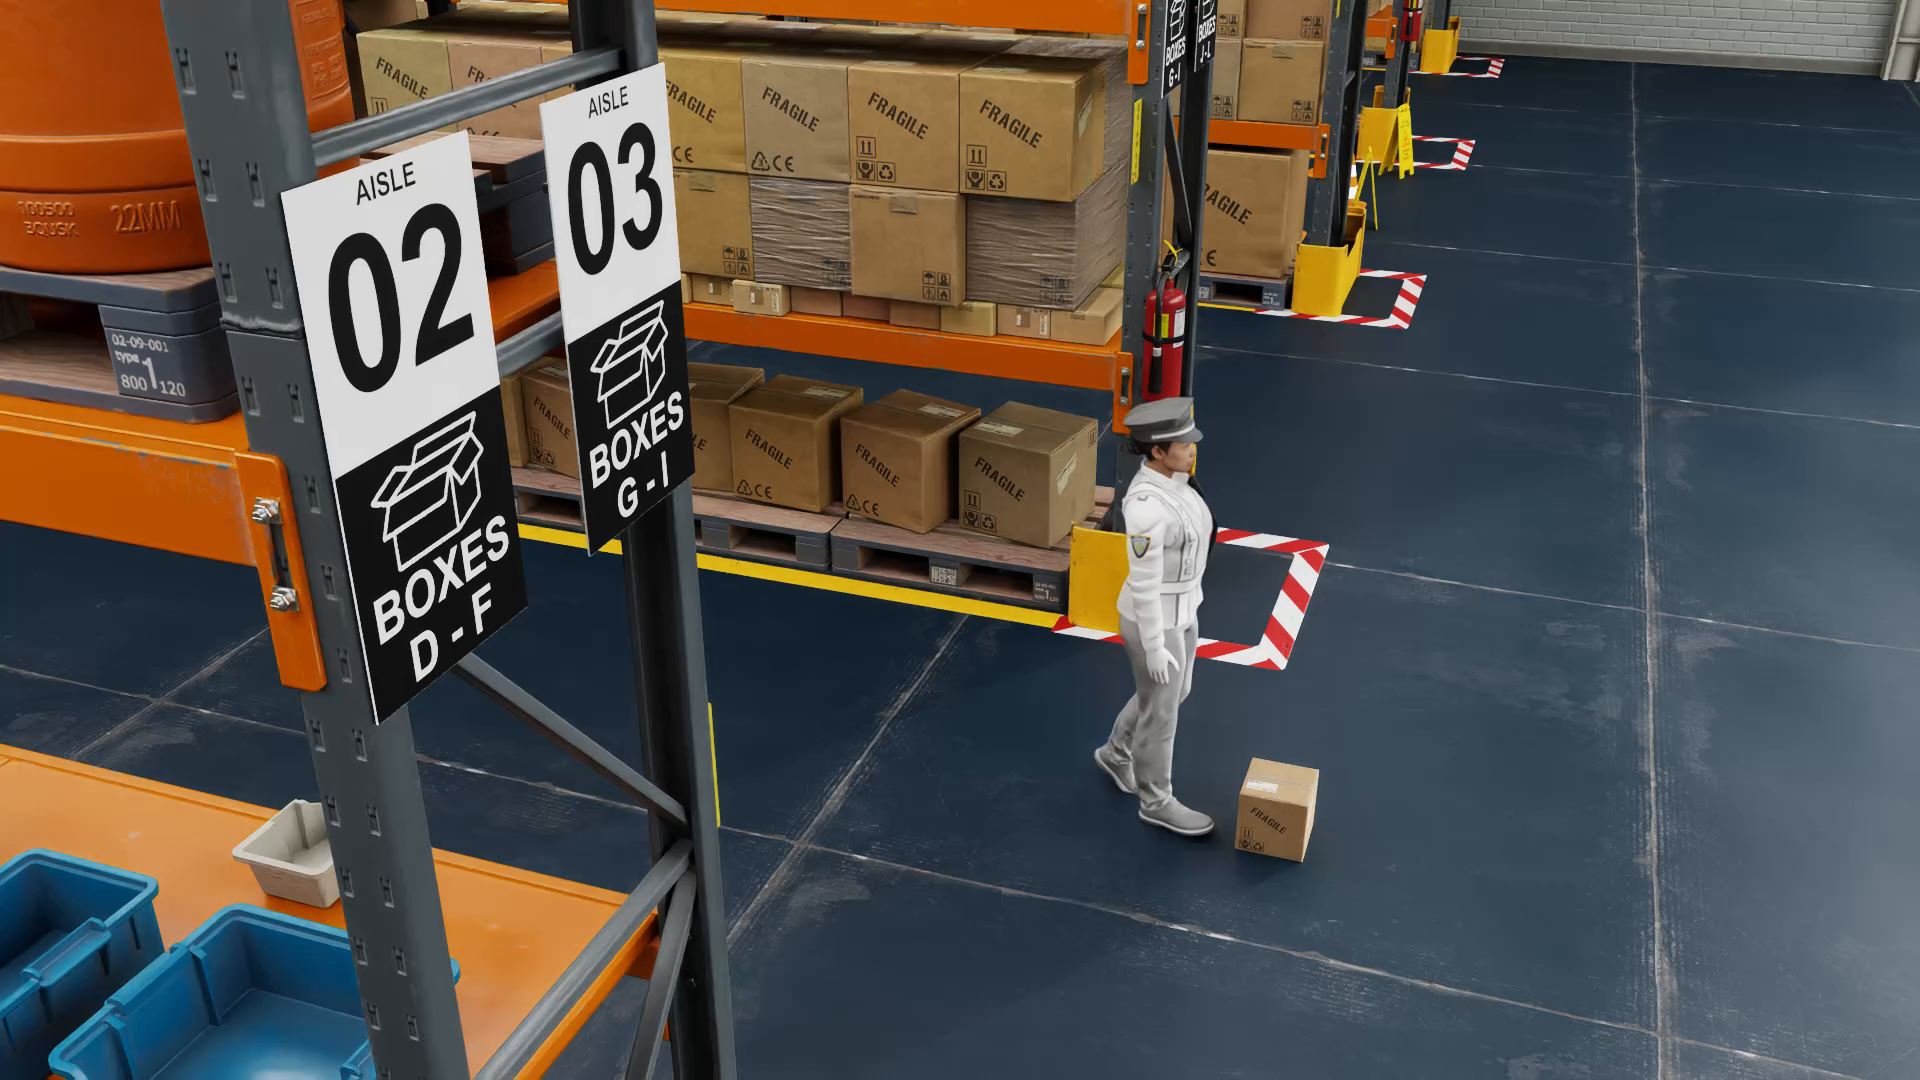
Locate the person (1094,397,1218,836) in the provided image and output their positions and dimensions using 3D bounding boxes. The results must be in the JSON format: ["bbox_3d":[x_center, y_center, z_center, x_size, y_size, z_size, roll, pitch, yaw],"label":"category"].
[{"bbox_3d":[0.720,0.292,5.997,0.523,1.705,0.503,9,27,17],"label":"person"}]
